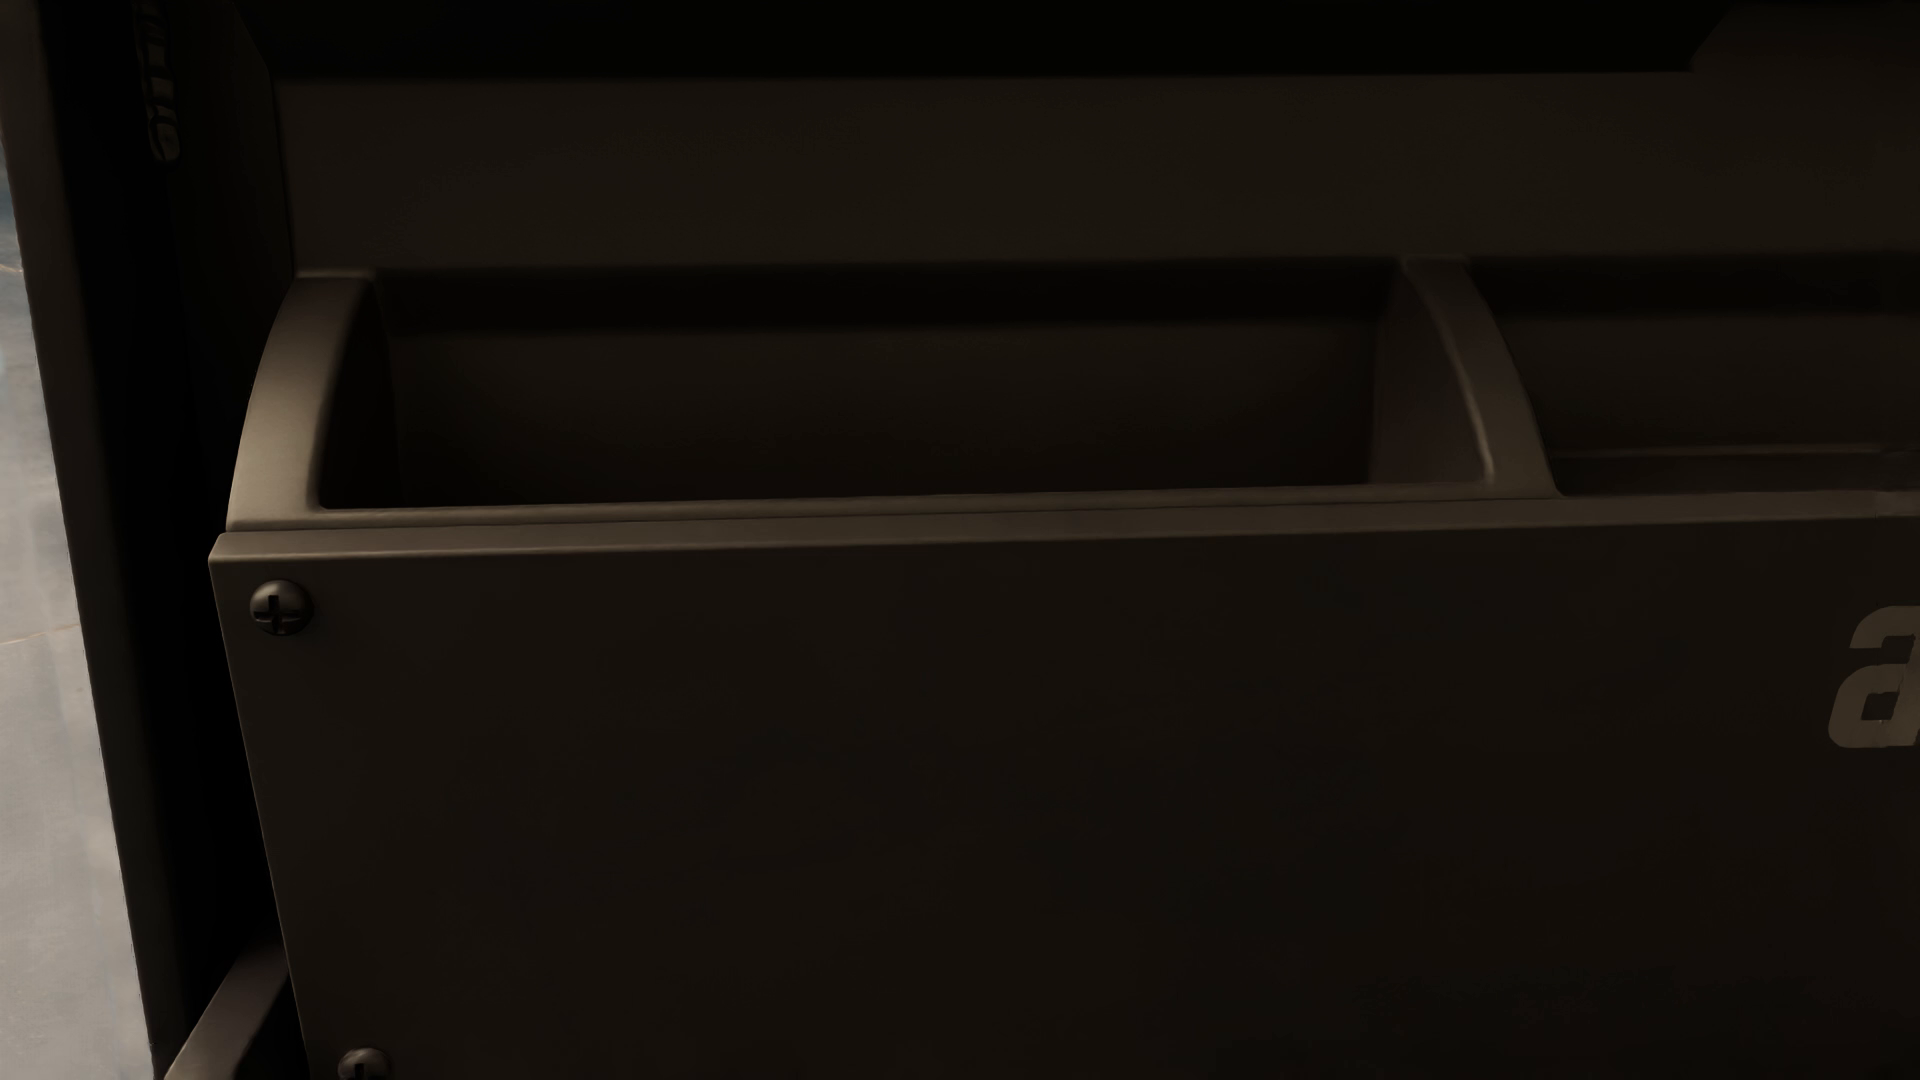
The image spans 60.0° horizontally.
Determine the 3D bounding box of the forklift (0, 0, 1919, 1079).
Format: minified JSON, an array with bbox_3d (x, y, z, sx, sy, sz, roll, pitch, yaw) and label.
[{"bbox_3d":[0.228,-0.432,0.320,1.130,2.935,3.031,-2,17,-5],"label":"forklift"}]
